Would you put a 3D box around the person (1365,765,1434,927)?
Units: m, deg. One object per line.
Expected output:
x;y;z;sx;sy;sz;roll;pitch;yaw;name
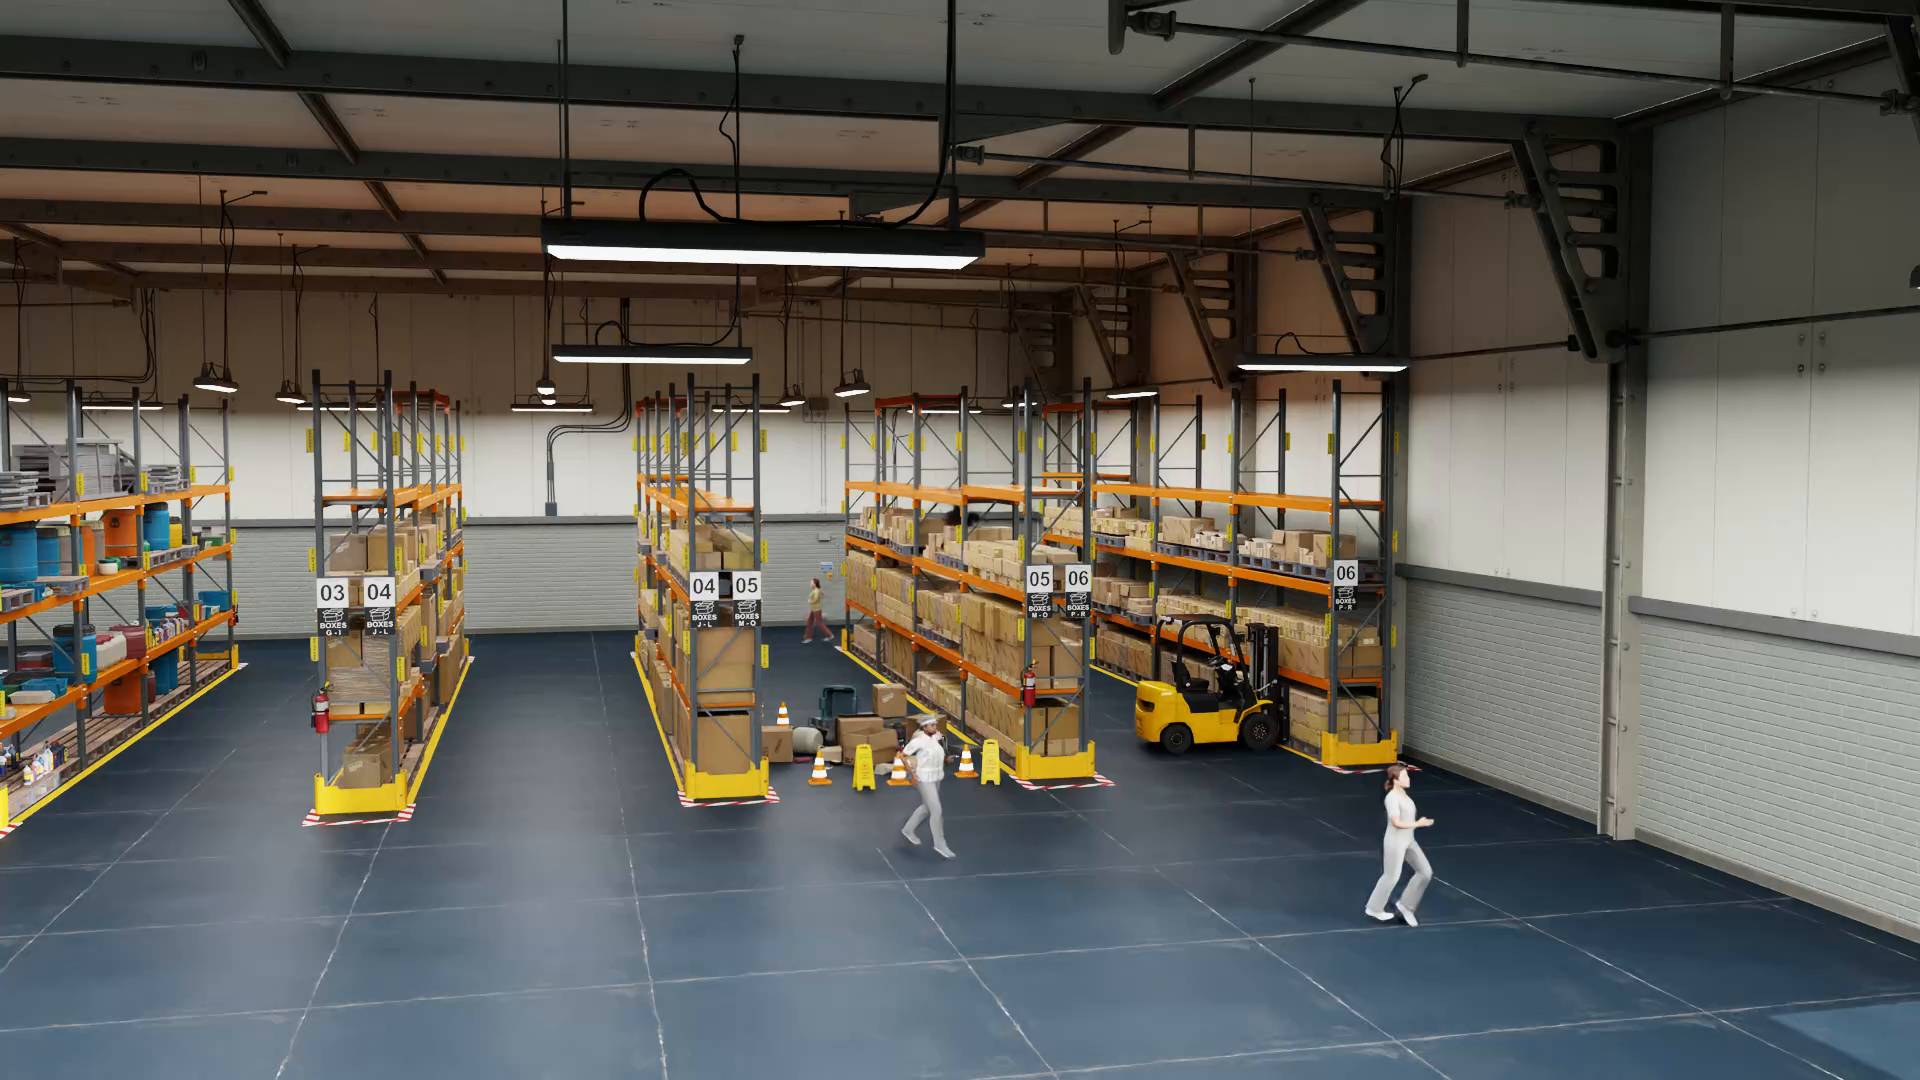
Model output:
4.568;3.172;17.250;0.707;1.693;0.532;3;4;39;person

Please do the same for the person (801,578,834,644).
-3.542;1.792;41.490;0.845;1.700;0.583;-1;3;-10;person

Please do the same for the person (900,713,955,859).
-0.391;2.968;20.327;0.866;1.727;0.563;2;4;33;person
